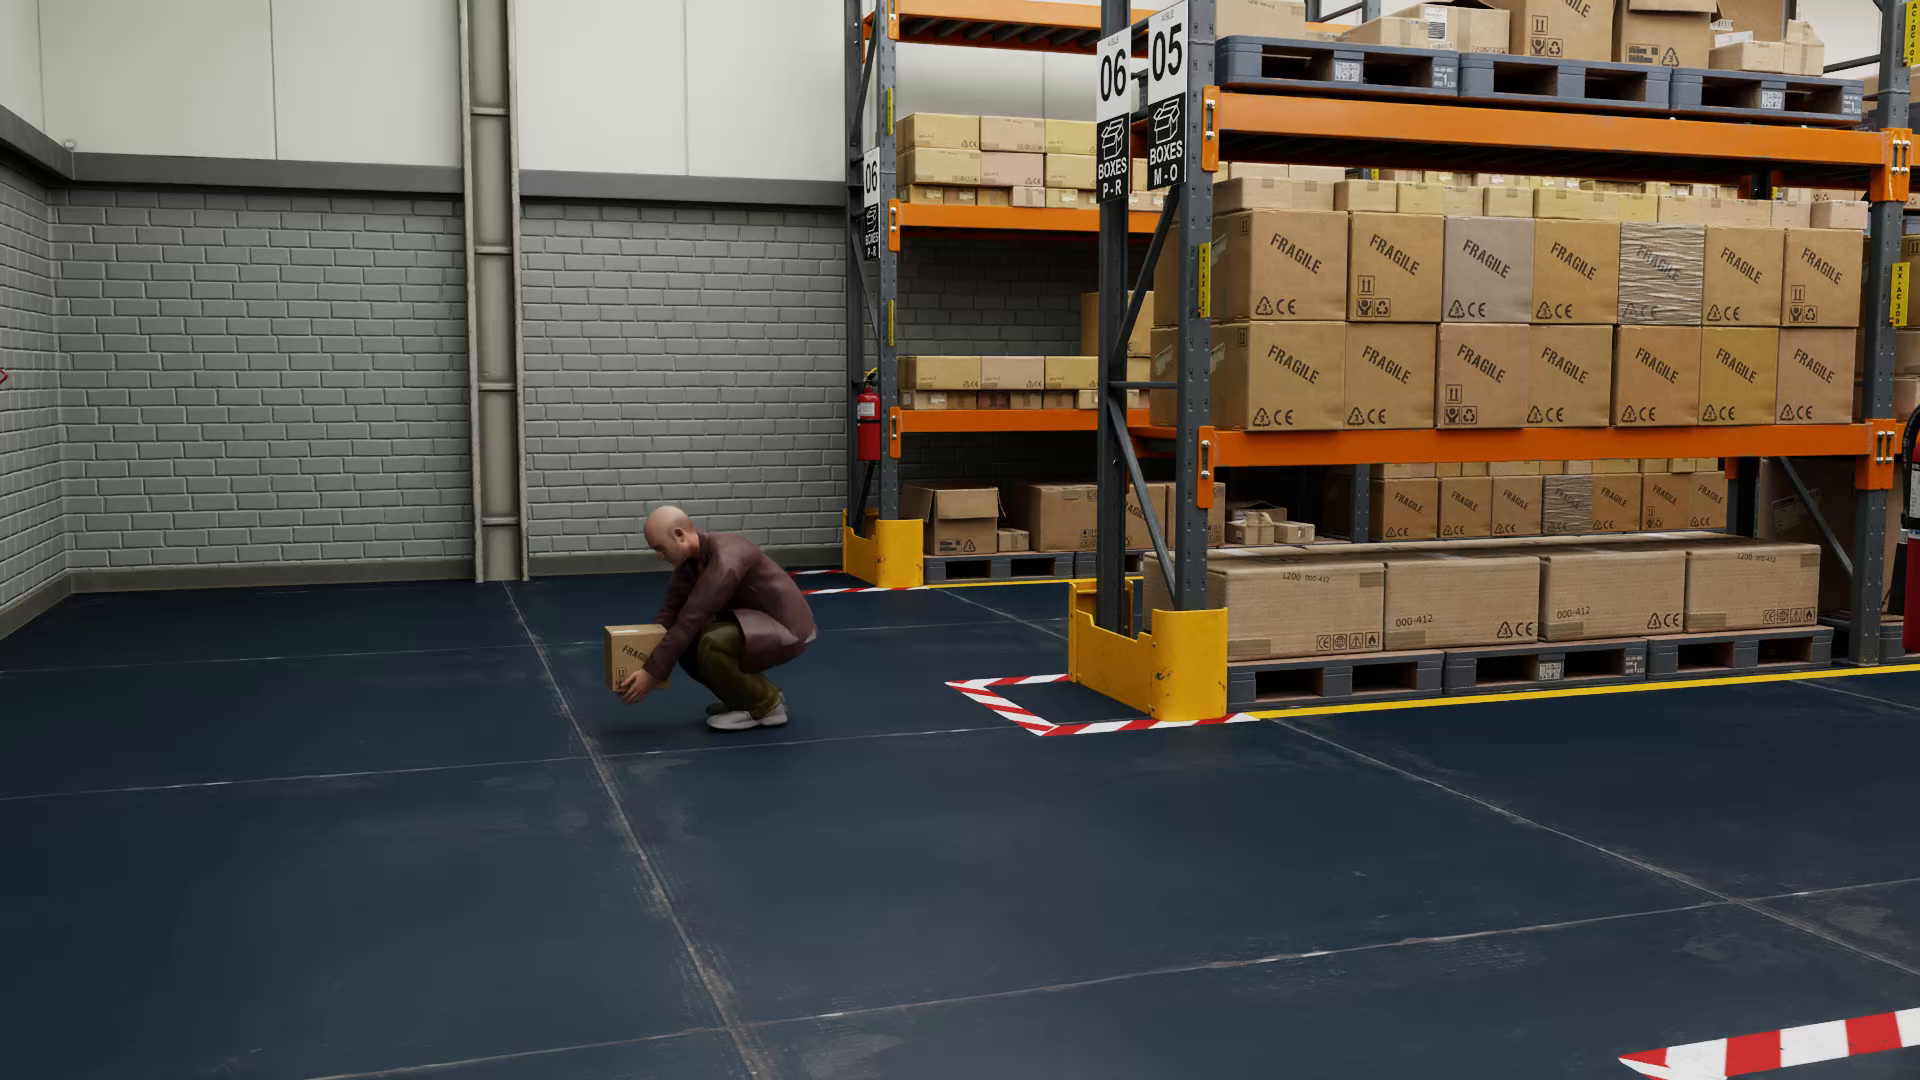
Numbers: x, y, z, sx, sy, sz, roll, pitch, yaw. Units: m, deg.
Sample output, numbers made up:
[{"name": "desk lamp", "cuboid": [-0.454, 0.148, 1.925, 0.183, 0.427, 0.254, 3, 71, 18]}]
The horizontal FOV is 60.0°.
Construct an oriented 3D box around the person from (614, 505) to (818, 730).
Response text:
[{"name": "person", "cuboid": [-1.077, 0.338, 7.380, 0.904, 0.991, 0.601, -2, 6, -19]}]
